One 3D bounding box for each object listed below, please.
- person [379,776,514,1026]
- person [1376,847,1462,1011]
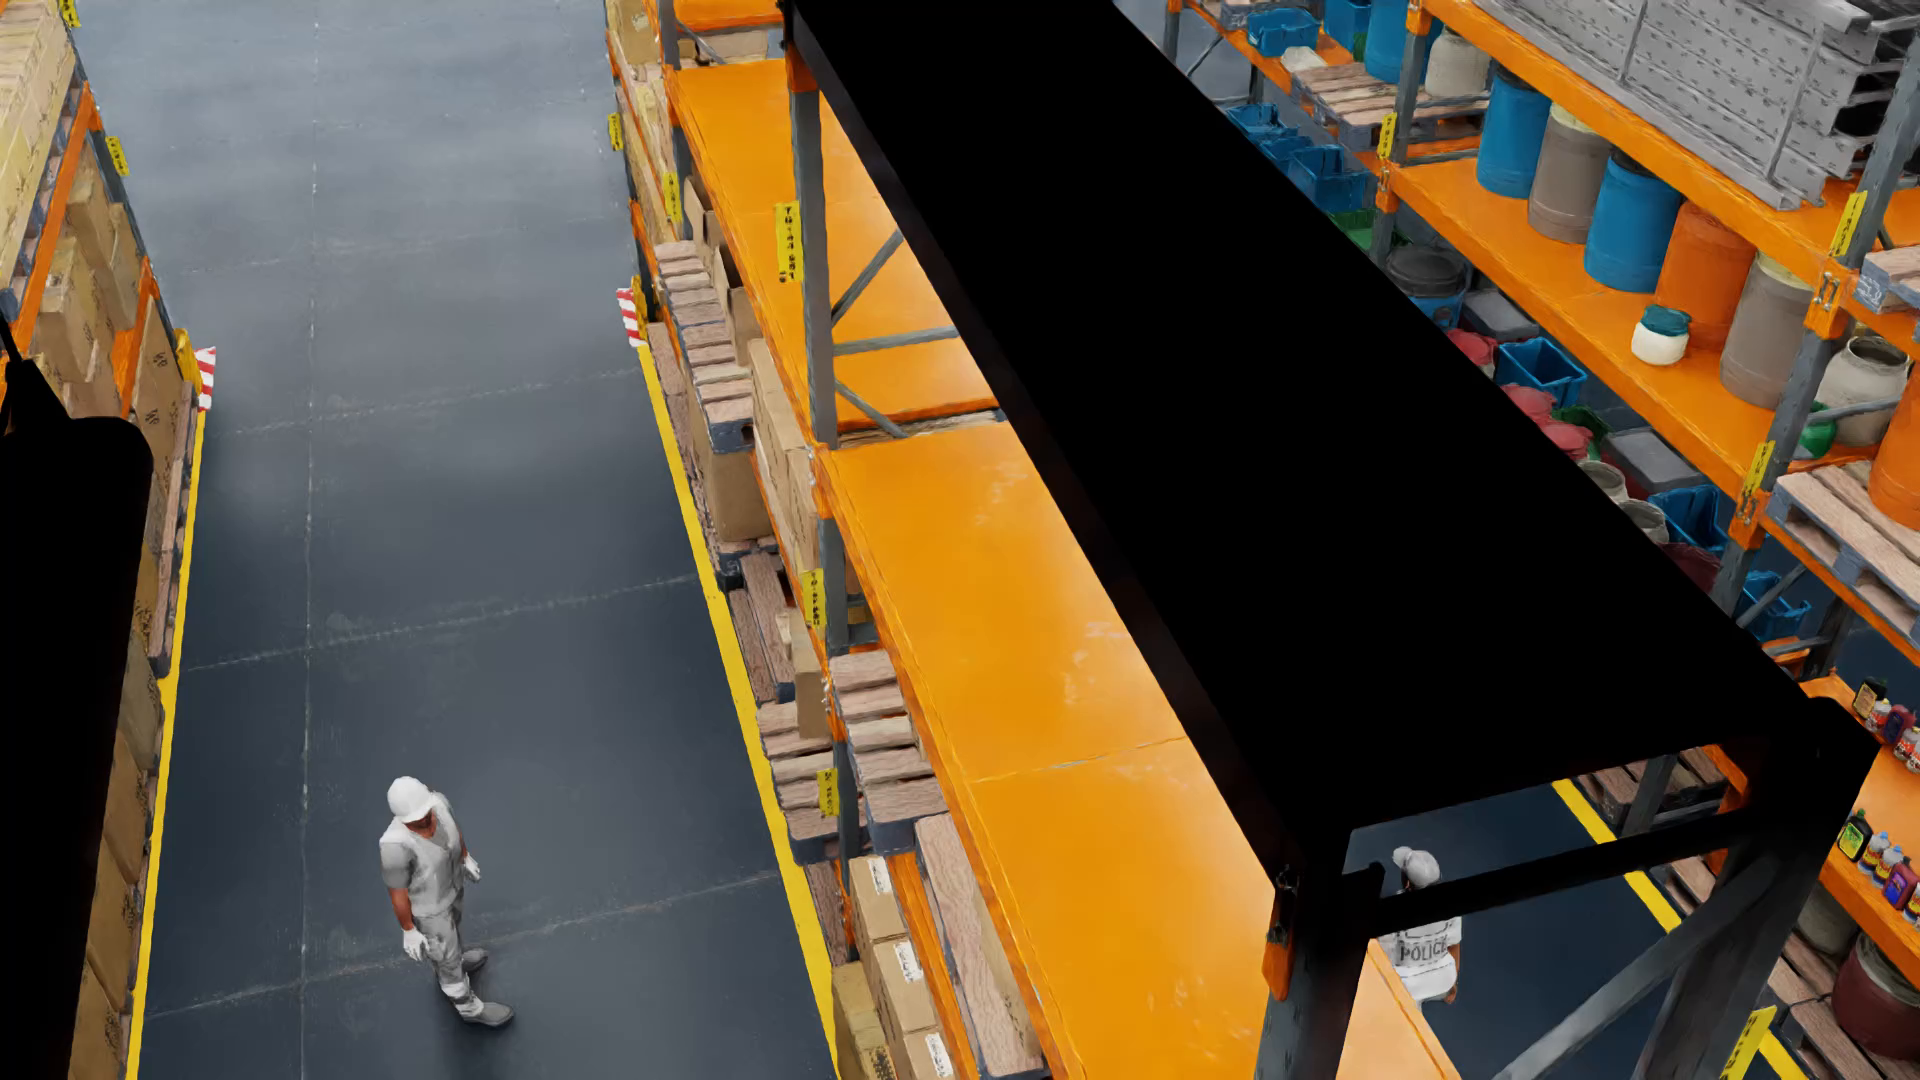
[{"bbox_3d":[-2.777,1.931,8.933,0.570,1.783,0.653,7,39,9],"label":"person"},{"bbox_3d":[2.316,2.235,8.702,0.482,1.579,1.082,-12,40,-14],"label":"person"}]
